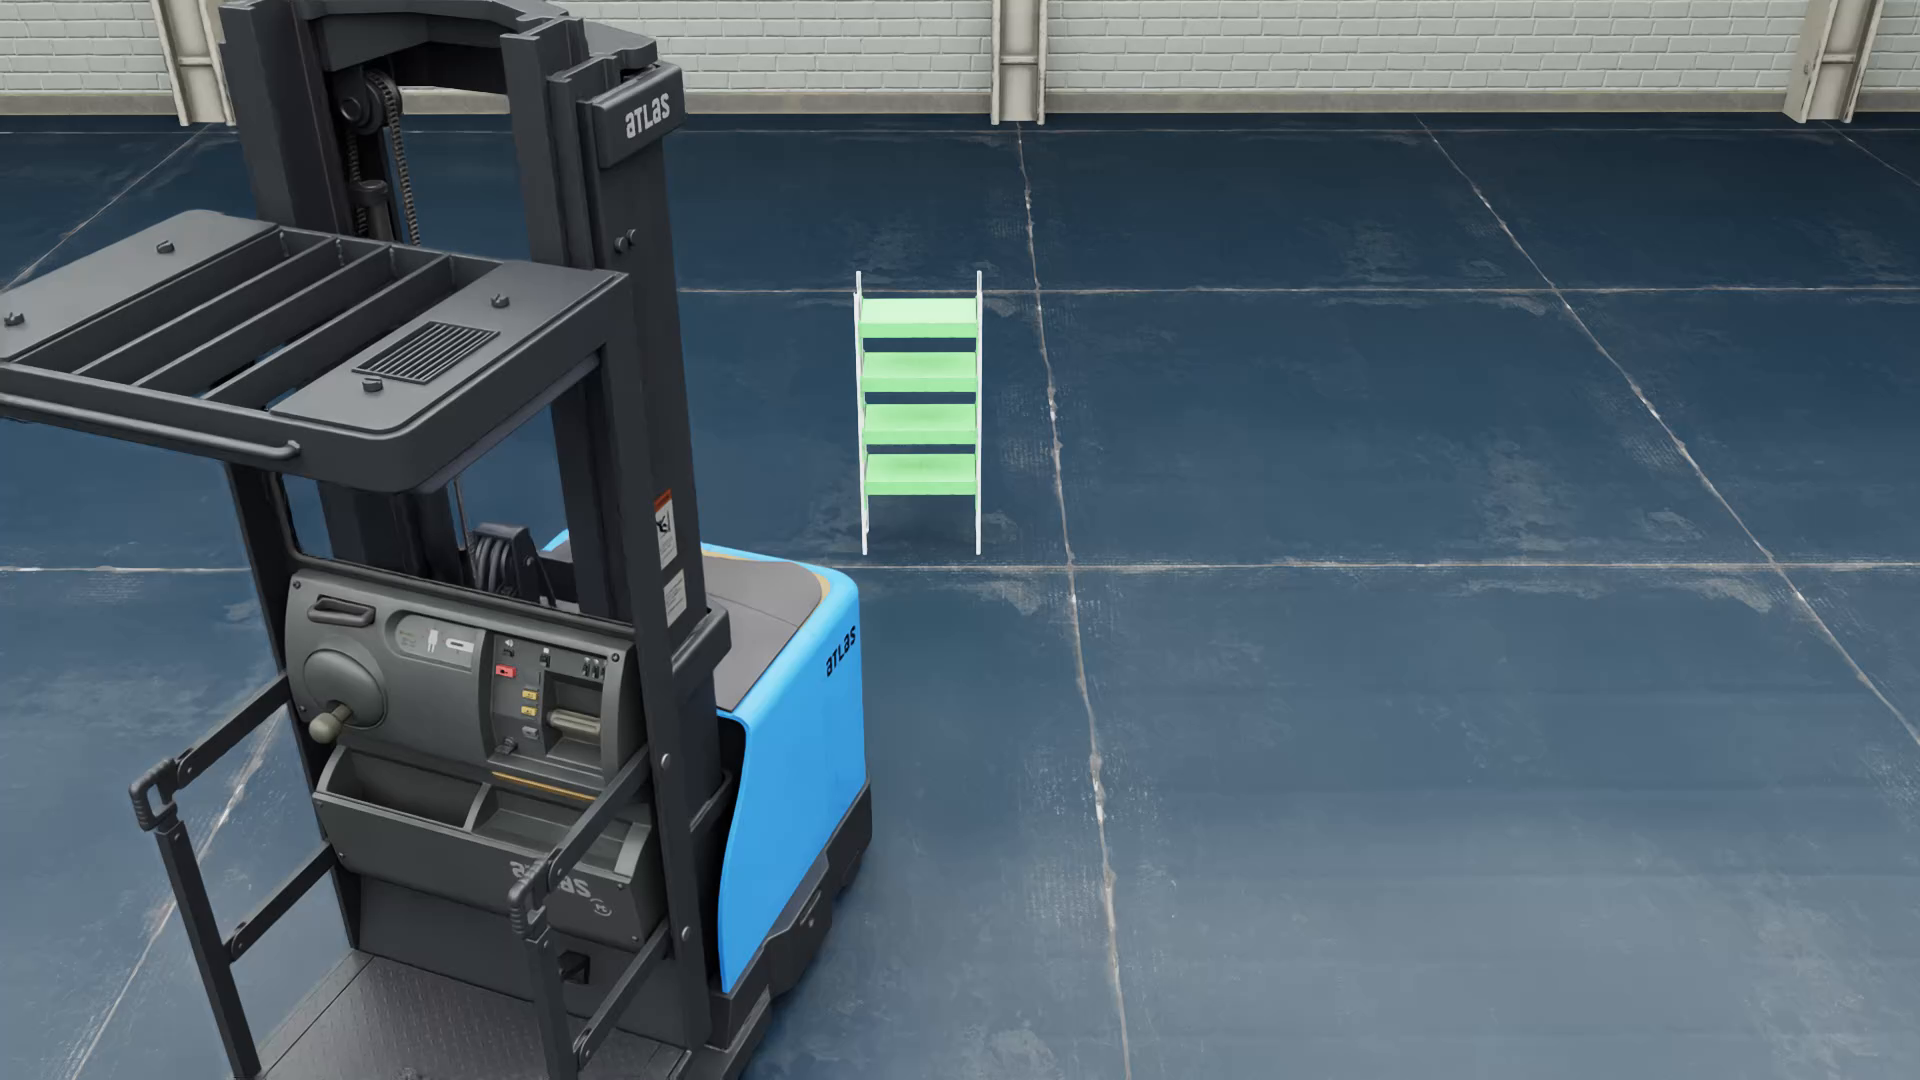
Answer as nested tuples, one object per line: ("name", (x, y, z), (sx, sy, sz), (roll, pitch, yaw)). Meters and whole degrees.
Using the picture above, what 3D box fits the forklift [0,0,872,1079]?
("forklift", (-1.277, 0.394, 3.775), (1.130, 2.935, 3.031), (11, 33, 17))

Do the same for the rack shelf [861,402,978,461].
("rack shelf", (-0.166, -0.458, 6.971), (0.480, 0.148, 0.258), (0, 31, 0))

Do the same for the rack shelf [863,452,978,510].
("rack shelf", (-0.166, -0.253, 7.096), (0.480, 0.148, 0.258), (0, 31, 0))

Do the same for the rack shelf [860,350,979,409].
("rack shelf", (-0.166, -0.663, 6.847), (0.480, 0.148, 0.258), (0, 31, 0))

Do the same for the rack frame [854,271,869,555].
("rack frame", (-0.410, -0.512, 6.937), (0.015, 1.200, 0.240), (0, 31, 0))

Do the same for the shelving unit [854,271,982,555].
("shelving unit", (-0.166, -0.512, 6.938), (0.503, 1.200, 0.258), (0, 31, 0))

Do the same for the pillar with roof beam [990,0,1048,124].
("pillar with roof beam", (0.456, -4.777, 6.449), (0.400, 9.000, 9.100), (0, 31, 0))

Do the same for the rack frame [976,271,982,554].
("rack frame", (0.078, -0.513, 6.939), (0.015, 1.200, 0.240), (0, 31, 0))

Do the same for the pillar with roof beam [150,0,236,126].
("pillar with roof beam", (-5.544, -4.759, 6.418), (0.400, 9.000, 9.100), (0, 31, 0))

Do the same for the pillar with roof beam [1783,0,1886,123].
("pillar with roof beam", (6.456, -4.796, 6.480), (0.400, 9.000, 9.100), (0, 31, 0))

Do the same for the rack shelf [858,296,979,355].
("rack shelf", (-0.166, -0.868, 6.722), (0.480, 0.148, 0.258), (0, 31, 0))
